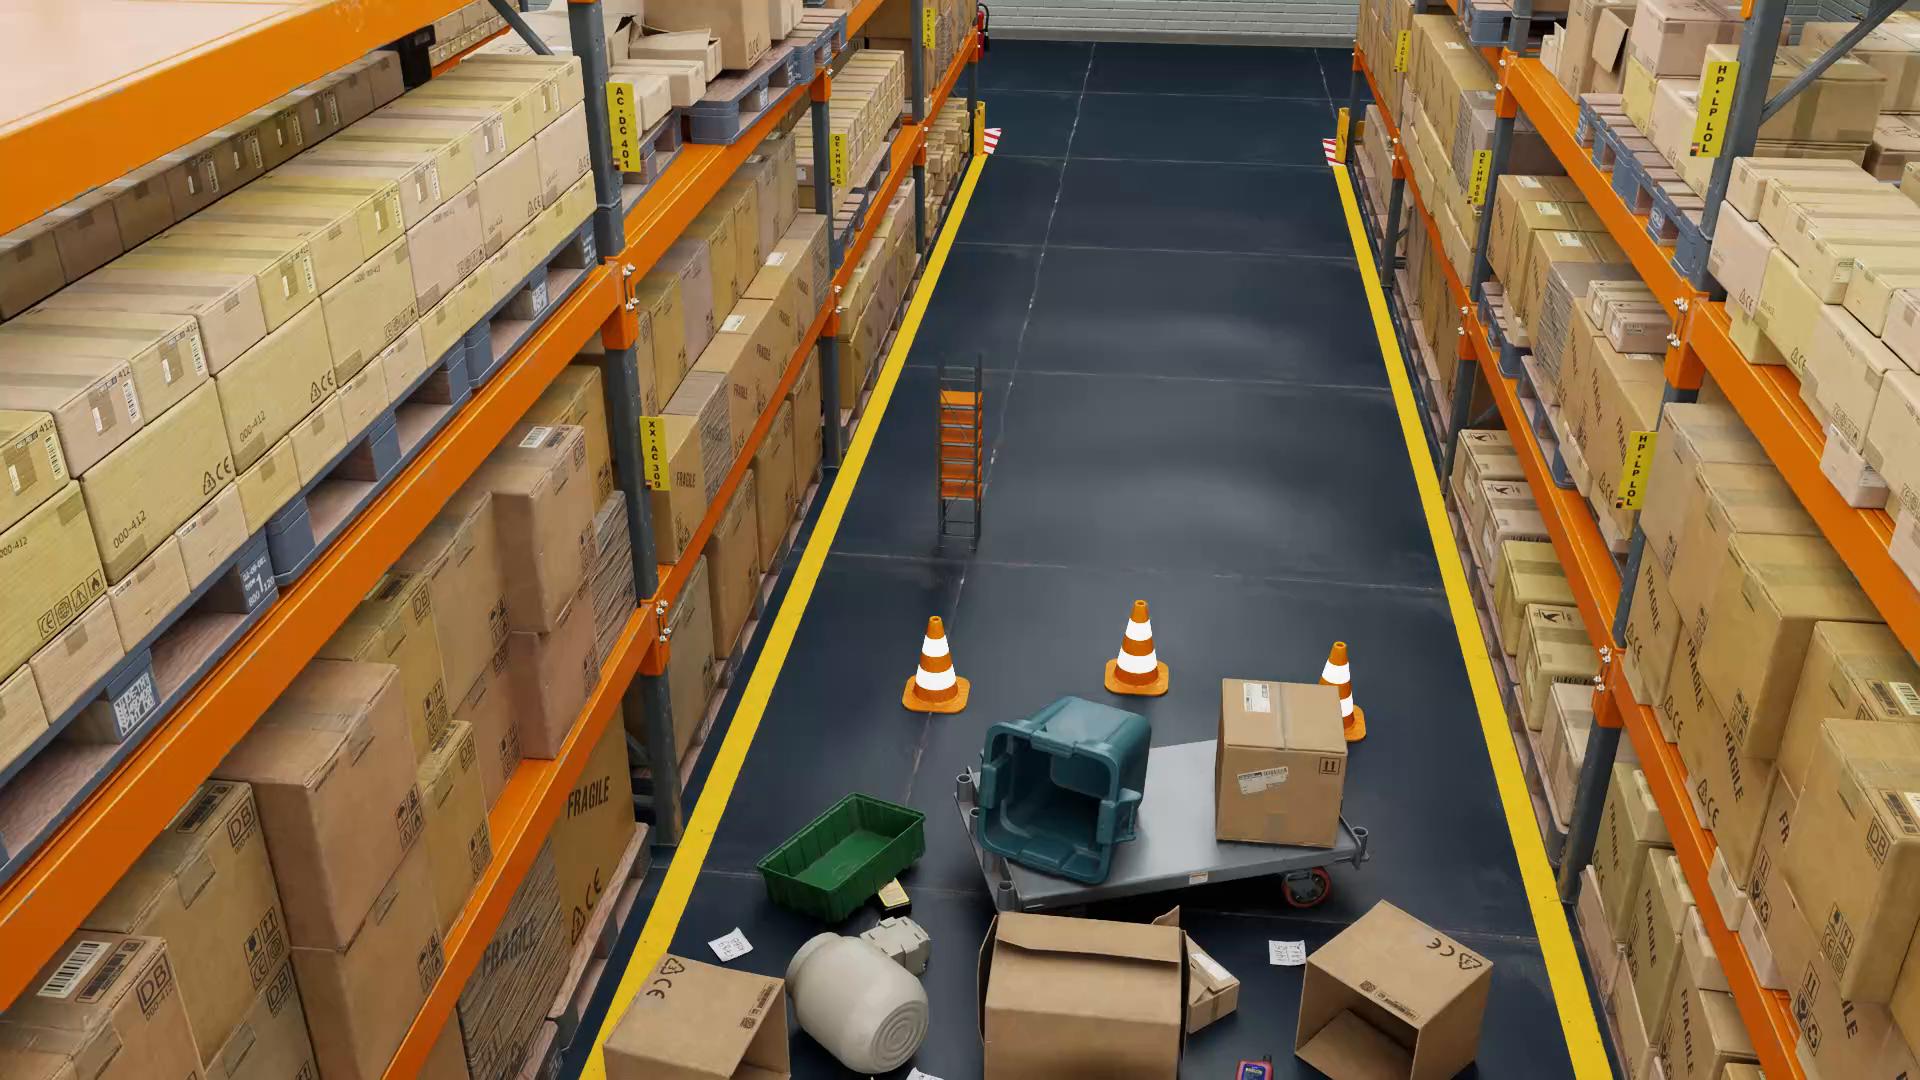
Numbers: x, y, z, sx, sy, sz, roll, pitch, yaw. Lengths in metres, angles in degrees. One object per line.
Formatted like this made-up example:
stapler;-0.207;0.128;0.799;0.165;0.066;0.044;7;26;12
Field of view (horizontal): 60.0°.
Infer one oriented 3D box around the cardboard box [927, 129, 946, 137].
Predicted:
cardboard box;-0.338;-3.930;16.319;0.380;0.149;0.250;2;28;4

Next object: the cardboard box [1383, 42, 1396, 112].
cardboard box;3.979;-4.009;14.424;0.500;0.500;0.500;3;28;5

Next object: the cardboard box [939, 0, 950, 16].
cardboard box;-0.369;-5.023;14.938;0.500;0.500;0.500;4;29;7

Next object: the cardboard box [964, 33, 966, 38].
cardboard box;-0.144;-5.217;17.036;0.380;0.149;0.250;3;28;6

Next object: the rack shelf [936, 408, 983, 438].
rack shelf;-0.002;-0.694;9.860;0.258;0.103;0.180;3;28;6

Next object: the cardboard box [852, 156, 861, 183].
cardboard box;-0.915;-2.626;11.783;0.380;0.149;0.250;4;29;8

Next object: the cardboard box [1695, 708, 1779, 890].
cardboard box;2.695;0.766;5.247;0.500;0.500;0.500;3;28;6

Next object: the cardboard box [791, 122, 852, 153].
cardboard box;-0.950;-2.756;11.397;0.380;0.149;0.250;2;28;4

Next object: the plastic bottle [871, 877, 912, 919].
plastic bottle;-0.323;1.548;7.313;0.133;0.061;0.283;-11;30;-20

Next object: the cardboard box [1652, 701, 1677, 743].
cardboard box;2.802;0.639;6.167;0.380;0.149;0.250;4;29;8

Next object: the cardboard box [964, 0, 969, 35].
cardboard box;-0.185;-5.319;16.541;0.500;0.500;0.500;3;28;5

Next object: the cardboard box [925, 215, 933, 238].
cardboard box;-0.444;-2.812;14.870;0.380;0.149;0.250;2;28;4

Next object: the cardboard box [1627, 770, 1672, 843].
cardboard box;2.723;1.004;6.206;0.380;0.149;0.250;4;29;7

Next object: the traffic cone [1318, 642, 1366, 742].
traffic cone;1.900;0.728;8.411;0.336;0.463;0.334;3;28;6

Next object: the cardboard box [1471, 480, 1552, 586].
cardboard box;3.466;-0.021;9.455;0.950;0.372;0.625;3;28;5

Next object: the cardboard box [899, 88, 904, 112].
cardboard box;-0.659;-3.605;13.602;0.380;0.149;0.250;3;28;5

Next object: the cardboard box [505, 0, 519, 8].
cardboard box;-5.023;-5.770;17.641;0.500;0.250;0.500;3;28;5

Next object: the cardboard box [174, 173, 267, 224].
cardboard box;-2.247;-0.889;4.871;0.500;0.250;0.500;3;28;6

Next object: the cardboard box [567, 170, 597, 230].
cardboard box;-1.515;-1.212;5.892;0.380;0.149;0.250;3;28;6

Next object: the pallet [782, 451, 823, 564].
pallet;-1.468;-0.252;10.496;1.003;0.211;1.213;3;28;6

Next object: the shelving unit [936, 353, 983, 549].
shelving unit;-0.002;-0.521;9.953;0.258;1.200;0.189;3;28;6

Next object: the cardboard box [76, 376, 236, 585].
cardboard box;-1.902;-0.147;3.493;0.500;0.250;0.500;3;28;6

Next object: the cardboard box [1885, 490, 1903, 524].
cardboard box;2.666;-0.074;4.327;0.380;0.149;0.250;4;29;7

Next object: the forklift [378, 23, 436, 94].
forklift;-3.890;-1.763;10.432;1.130;2.935;3.031;6;29;12

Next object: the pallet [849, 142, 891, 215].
pallet;-1.095;-2.696;12.295;1.003;0.211;1.213;3;28;6

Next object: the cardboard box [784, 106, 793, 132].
cardboard box;-1.468;-3.158;12.458;0.380;0.149;0.250;3;28;5

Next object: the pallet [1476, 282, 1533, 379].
pallet;3.646;-1.180;9.481;1.213;0.211;1.003;3;28;6

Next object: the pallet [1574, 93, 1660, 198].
pallet;3.443;-1.734;7.342;1.213;0.211;1.003;3;28;6

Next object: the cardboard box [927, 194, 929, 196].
cardboard box;-0.473;-3.310;15.481;0.380;0.149;0.250;2;28;4

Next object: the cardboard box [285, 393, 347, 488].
cardboard box;-1.762;-0.257;4.118;0.380;0.149;0.250;3;28;6

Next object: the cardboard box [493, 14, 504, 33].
cardboard box;-5.006;-5.410;17.394;0.380;0.149;0.250;3;29;6

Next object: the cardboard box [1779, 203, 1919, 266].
cardboard box;2.731;-0.907;5.033;0.380;0.149;0.250;2;28;5

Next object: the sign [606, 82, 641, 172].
sign;-1.236;-1.515;6.109;0.100;0.325;0.005;3;28;6

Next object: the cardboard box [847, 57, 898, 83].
cardboard box;-0.695;-3.739;13.222;0.380;0.149;0.250;3;28;5

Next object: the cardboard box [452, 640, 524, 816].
cardboard box;-2.048;0.652;5.719;0.875;0.550;0.550;3;28;6

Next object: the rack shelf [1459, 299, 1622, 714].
rack shelf;3.383;-0.348;8.493;1.077;0.370;4.000;3;28;6

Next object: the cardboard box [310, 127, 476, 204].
cardboard box;-1.639;-1.086;4.816;0.380;0.149;0.250;3;29;6

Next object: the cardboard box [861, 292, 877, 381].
cardboard box;-0.899;-1.486;12.038;0.500;0.500;0.500;4;29;7

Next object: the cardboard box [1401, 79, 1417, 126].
cardboard box;3.784;-3.453;13.127;0.500;0.250;0.500;3;28;5

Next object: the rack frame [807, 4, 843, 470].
rack frame;-1.297;-1.847;10.515;1.000;3.000;0.127;3;28;6

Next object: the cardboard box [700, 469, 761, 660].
cardboard box;-1.678;0.091;8.849;1.050;0.750;0.750;3;28;6

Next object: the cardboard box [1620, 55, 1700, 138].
cardboard box;3.196;-1.924;7.212;0.500;0.250;0.500;4;29;7

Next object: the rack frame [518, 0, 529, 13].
rack frame;-5.227;-5.948;18.128;1.000;3.000;0.127;3;28;6

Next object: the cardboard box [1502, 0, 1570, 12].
cardboard box;3.524;-3.344;9.580;0.797;0.503;0.637;2;28;3

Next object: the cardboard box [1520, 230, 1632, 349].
cardboard box;3.228;-1.272;8.586;0.500;0.500;0.500;4;29;7

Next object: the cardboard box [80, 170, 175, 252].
cardboard box;-2.355;-0.886;4.445;0.380;0.149;0.250;3;28;6

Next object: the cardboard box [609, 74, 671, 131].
cardboard box;-1.414;-1.876;7.124;0.250;0.149;0.380;3;28;6

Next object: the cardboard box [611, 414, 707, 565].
cardboard box;-1.456;-0.240;7.427;0.500;0.500;0.500;4;29;7

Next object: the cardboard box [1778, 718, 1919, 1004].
cardboard box;2.524;0.807;4.116;0.700;0.500;0.500;3;28;6

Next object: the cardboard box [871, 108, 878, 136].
cardboard box;-0.818;-3.115;12.378;0.380;0.149;0.250;3;29;6

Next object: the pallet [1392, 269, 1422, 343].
pallet;4.098;-1.894;13.543;1.003;0.211;1.213;3;28;6

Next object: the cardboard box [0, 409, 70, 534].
cardboard box;-1.889;-0.127;3.037;0.380;0.149;0.250;4;29;6

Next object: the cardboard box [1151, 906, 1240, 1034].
cardboard box;0.908;1.739;6.743;0.258;0.266;0.396;-17;33;-29

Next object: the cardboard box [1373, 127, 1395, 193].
cardboard box;4.523;-3.681;16.179;0.875;0.438;0.875;4;29;8

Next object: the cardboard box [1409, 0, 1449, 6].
cardboard box;3.840;-4.423;13.453;0.380;0.149;0.250;3;28;5

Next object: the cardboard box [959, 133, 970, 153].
cardboard box;-0.105;-4.155;17.363;0.380;0.149;0.250;4;29;8

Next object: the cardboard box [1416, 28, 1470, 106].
cardboard box;3.744;-3.542;12.502;0.500;0.500;0.500;3;28;6

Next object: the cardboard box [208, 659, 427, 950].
cardboard box;-2.014;0.685;4.519;0.875;0.550;0.550;3;28;6

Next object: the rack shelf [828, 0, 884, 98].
rack shelf;-1.052;-3.792;11.722;1.077;0.370;4.000;3;28;6

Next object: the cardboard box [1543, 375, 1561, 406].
cardboard box;3.158;-0.781;8.359;0.380;0.149;0.250;4;29;8
